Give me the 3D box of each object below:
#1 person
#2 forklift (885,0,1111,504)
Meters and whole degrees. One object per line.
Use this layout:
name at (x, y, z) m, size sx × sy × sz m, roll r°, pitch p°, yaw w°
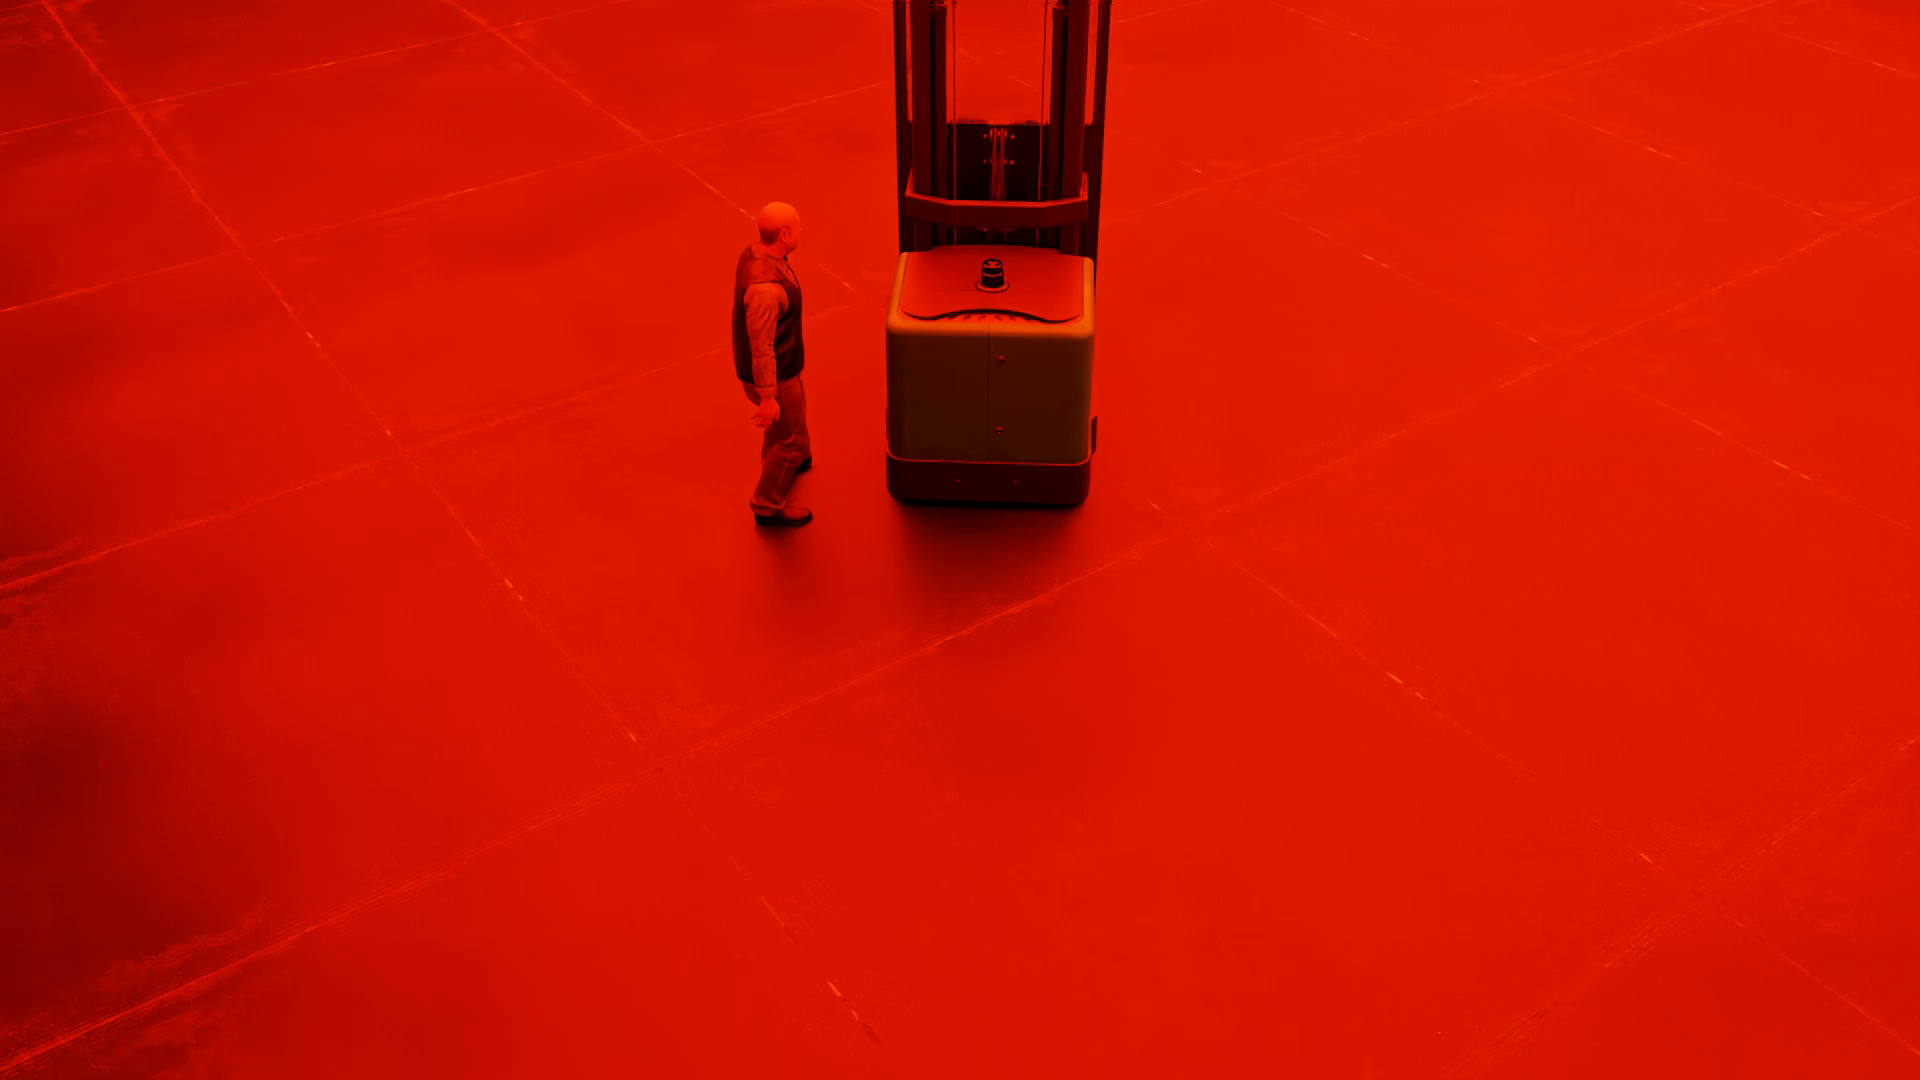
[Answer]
person at (-0.917, -0.869, 8.163) m, size 0.387 × 1.695 × 0.817 m, roll -6°, pitch 37°, yaw -9°
forklift at (0.224, -2.218, 8.944) m, size 1.130 × 2.935 × 3.031 m, roll 2°, pitch 37°, yaw 3°
